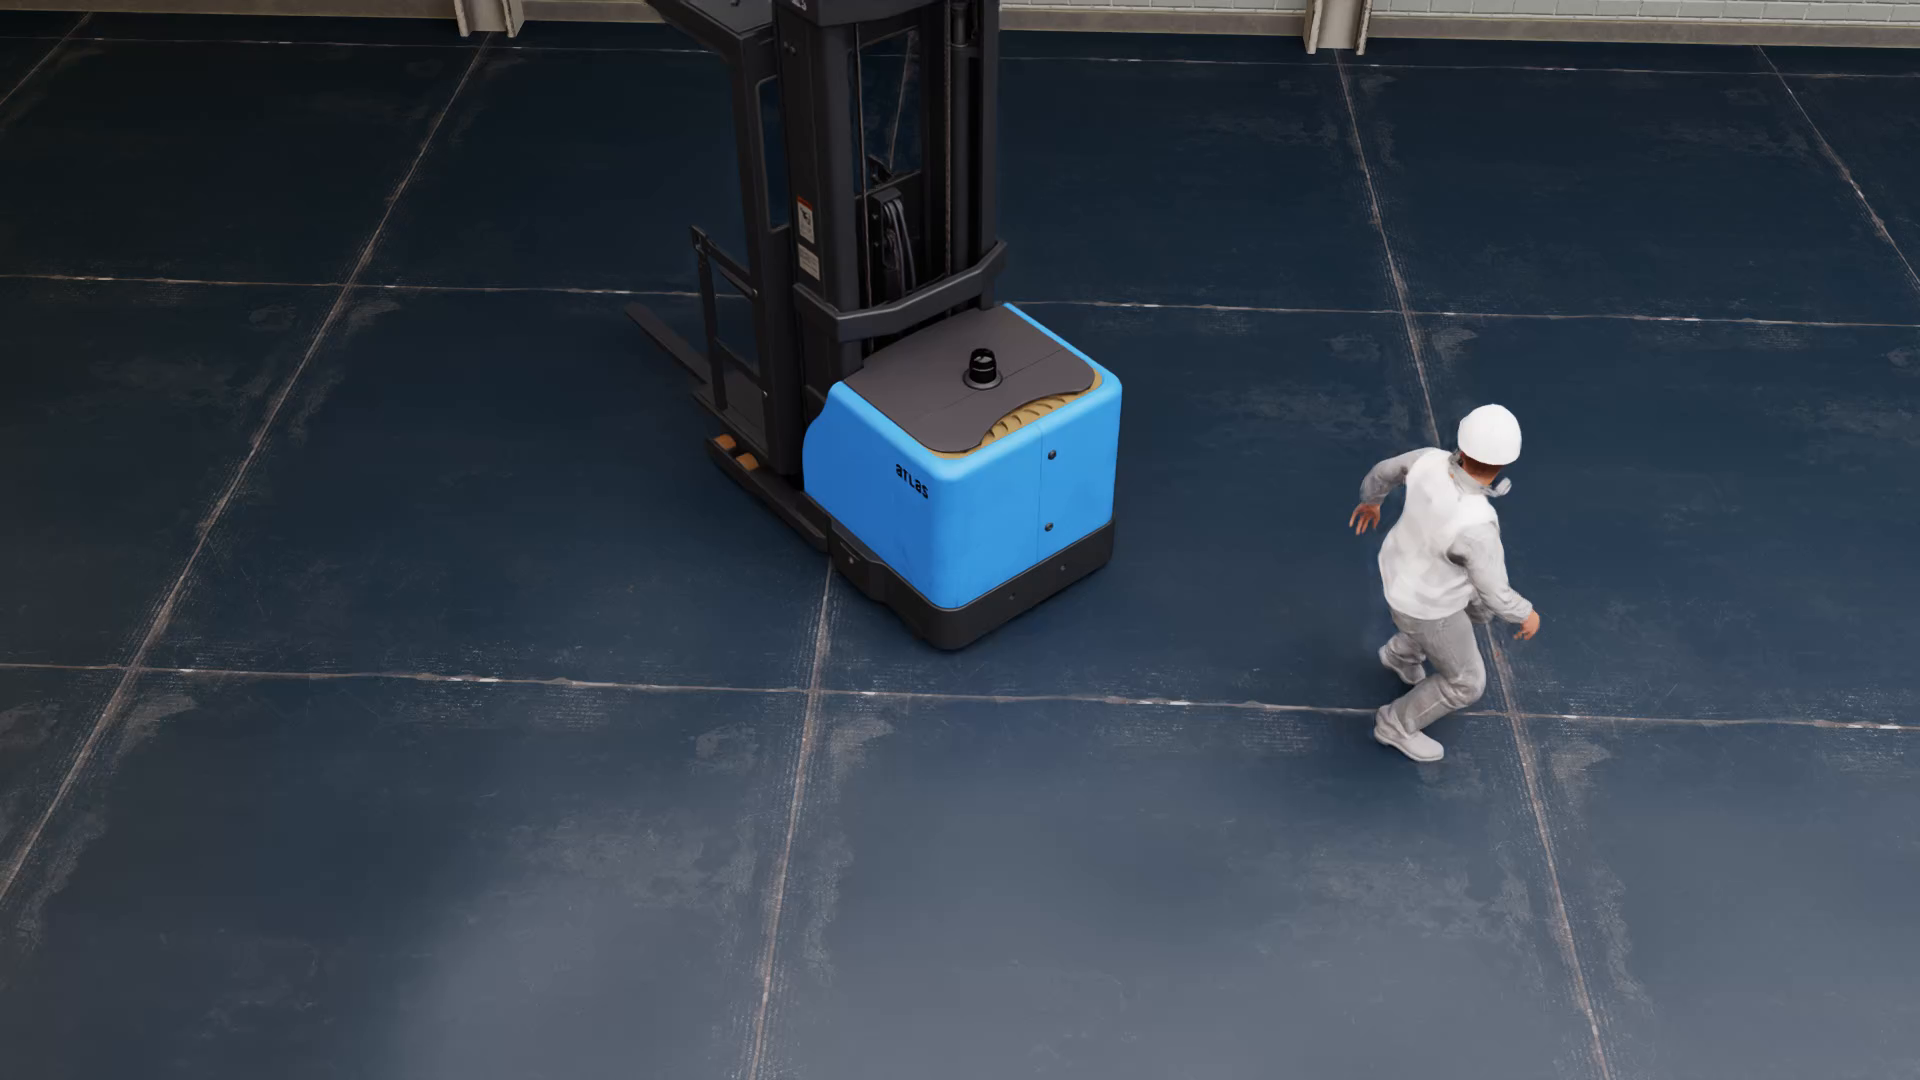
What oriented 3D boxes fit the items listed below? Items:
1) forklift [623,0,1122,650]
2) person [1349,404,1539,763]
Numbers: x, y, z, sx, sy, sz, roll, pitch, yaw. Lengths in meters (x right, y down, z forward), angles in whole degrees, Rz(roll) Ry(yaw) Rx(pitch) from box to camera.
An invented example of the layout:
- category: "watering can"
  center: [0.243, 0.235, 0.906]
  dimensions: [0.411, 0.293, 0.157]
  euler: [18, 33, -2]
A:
- category: "forklift"
  center: [-0.609, -1.534, 7.423]
  dimensions: [1.130, 2.935, 3.031]
  euler: [-29, 50, -28]
- category: "person"
  center: [1.902, 0.145, 6.518]
  dimensions: [0.650, 1.686, 0.753]
  euler: [1, 42, 2]
